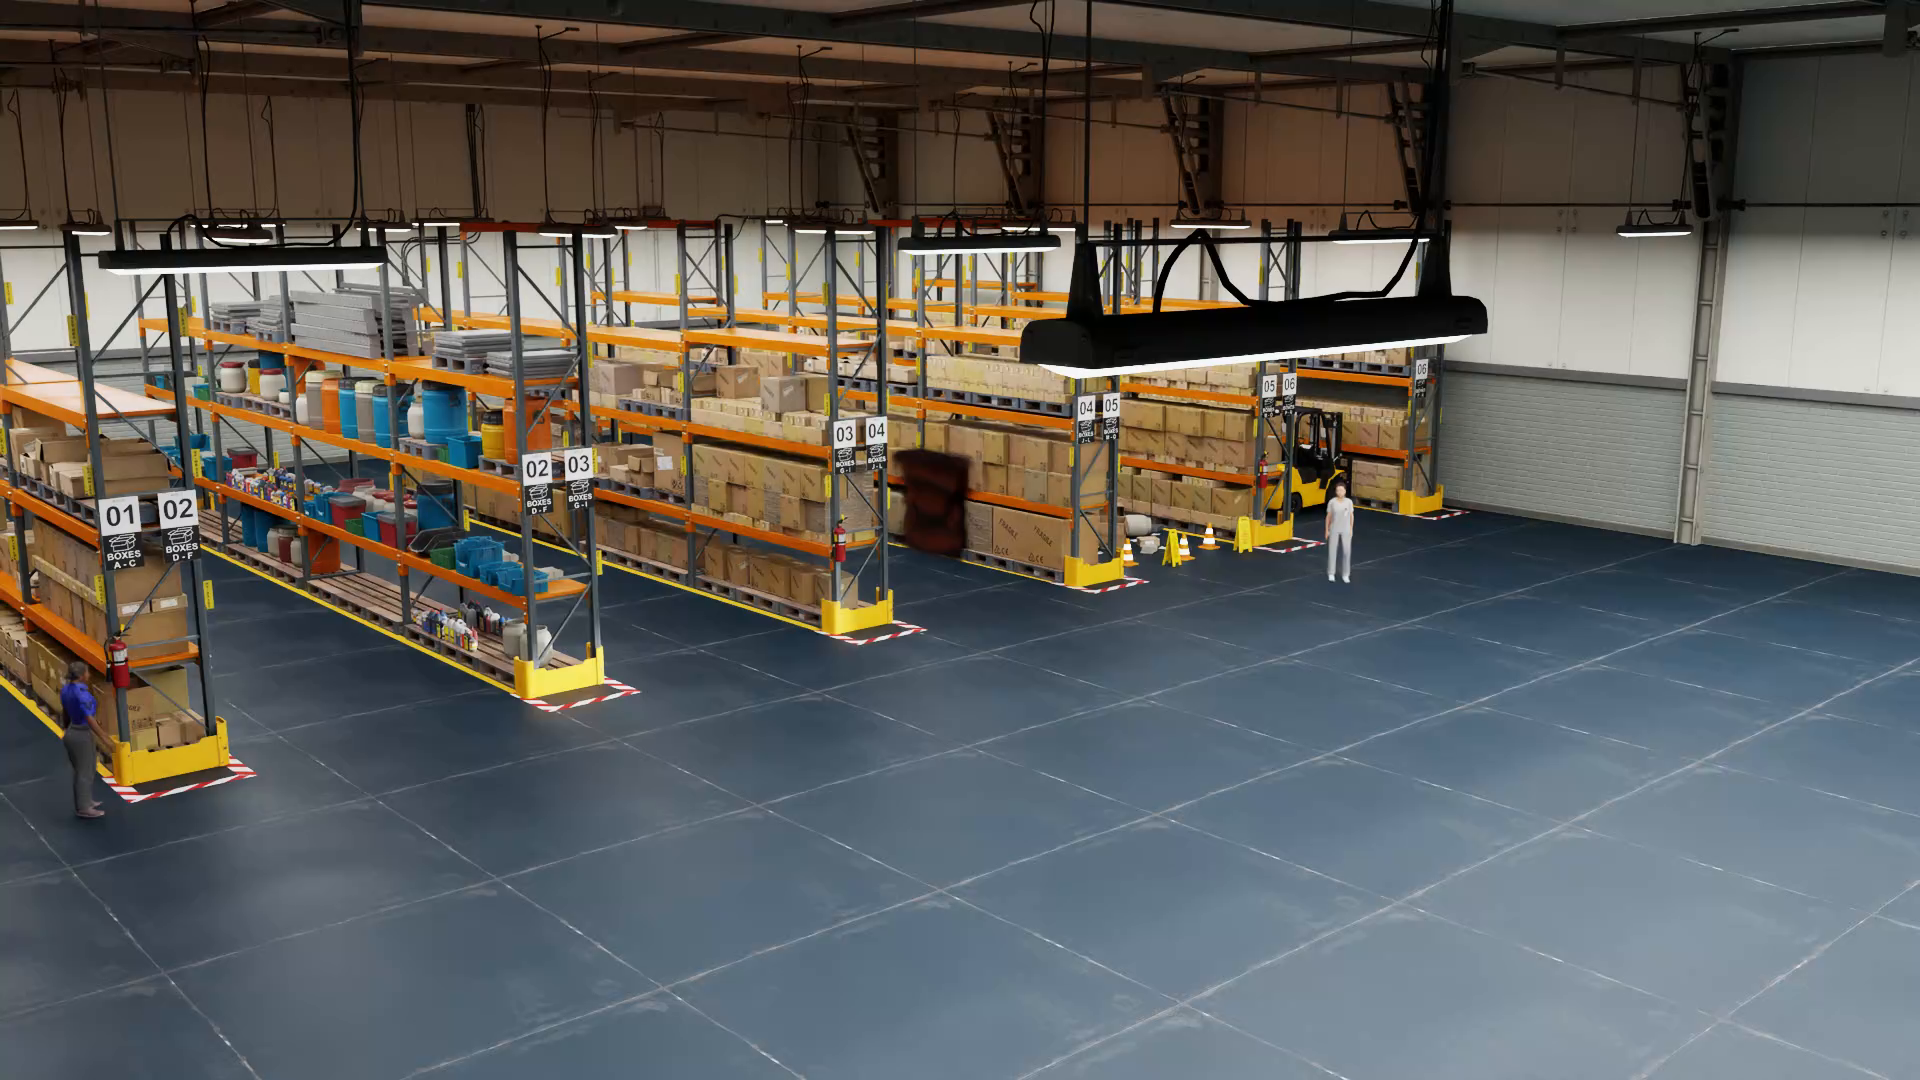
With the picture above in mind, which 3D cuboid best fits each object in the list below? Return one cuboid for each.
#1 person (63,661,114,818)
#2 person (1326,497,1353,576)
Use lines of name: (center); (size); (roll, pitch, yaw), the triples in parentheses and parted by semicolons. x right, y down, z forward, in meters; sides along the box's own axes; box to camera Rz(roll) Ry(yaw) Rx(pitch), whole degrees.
person: (-9.145, 2.082, 17.465); (0.487, 1.702, 0.597); (-5, 12, -21)
person: (6.457, -0.056, 28.352); (0.457, 1.352, 0.298); (2, 12, 8)
